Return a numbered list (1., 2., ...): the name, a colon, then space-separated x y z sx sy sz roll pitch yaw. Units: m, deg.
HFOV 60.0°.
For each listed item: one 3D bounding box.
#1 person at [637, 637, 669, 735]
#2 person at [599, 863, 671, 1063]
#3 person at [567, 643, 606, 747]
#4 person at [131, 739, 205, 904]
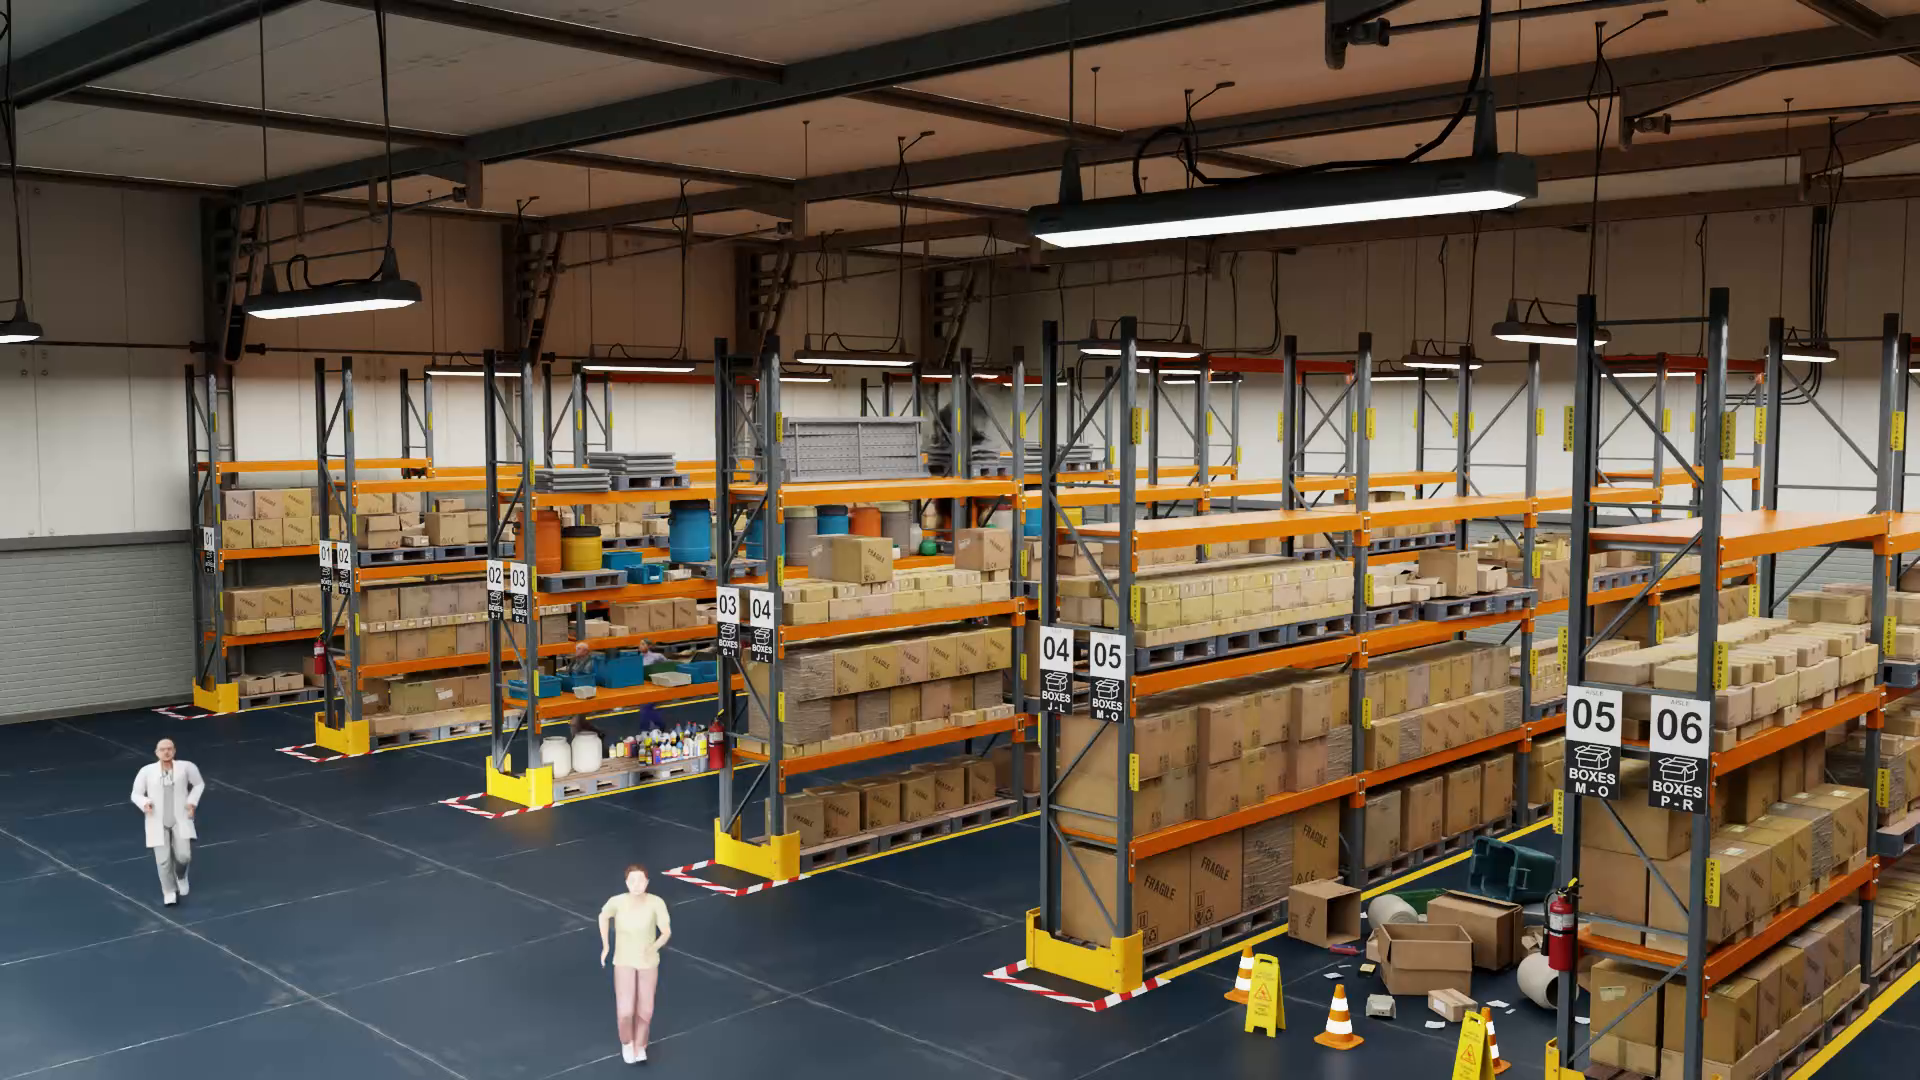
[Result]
1. person: -4.864 2.356 25.899 0.598 1.671 0.863 3 5 37
2. person: -2.544 3.337 13.044 0.557 1.629 0.687 -1 4 -12
3. person: -5.662 2.384 24.896 0.661 1.697 0.963 4 6 40
4. person: -8.300 2.956 17.458 0.703 1.729 0.651 -2 5 -26
